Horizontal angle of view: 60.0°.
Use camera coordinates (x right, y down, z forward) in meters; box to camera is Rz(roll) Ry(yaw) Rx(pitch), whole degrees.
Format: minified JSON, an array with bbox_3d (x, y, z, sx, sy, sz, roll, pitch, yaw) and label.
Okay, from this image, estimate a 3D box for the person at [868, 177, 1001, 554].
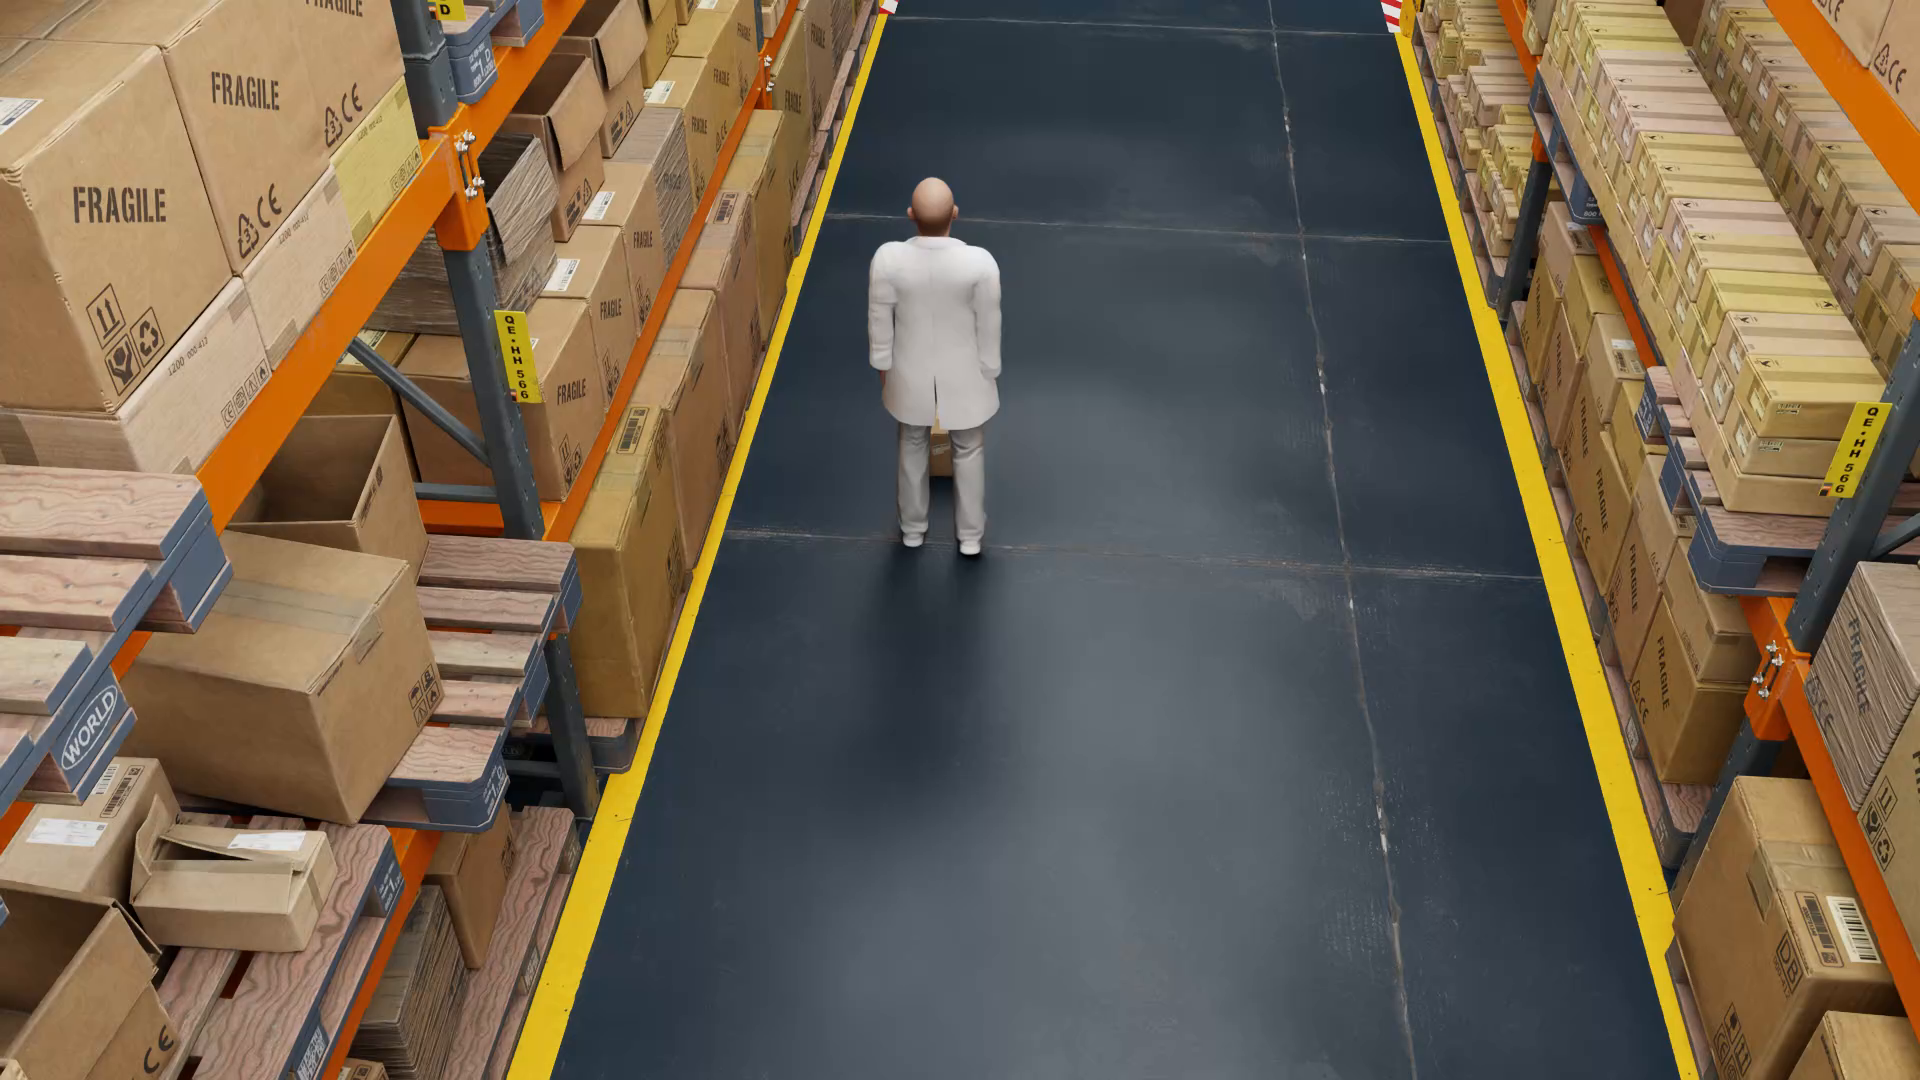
[{"bbox_3d":[-0.105,-0.726,7.073,0.563,1.807,0.424,4,40,5],"label":"person"}]
